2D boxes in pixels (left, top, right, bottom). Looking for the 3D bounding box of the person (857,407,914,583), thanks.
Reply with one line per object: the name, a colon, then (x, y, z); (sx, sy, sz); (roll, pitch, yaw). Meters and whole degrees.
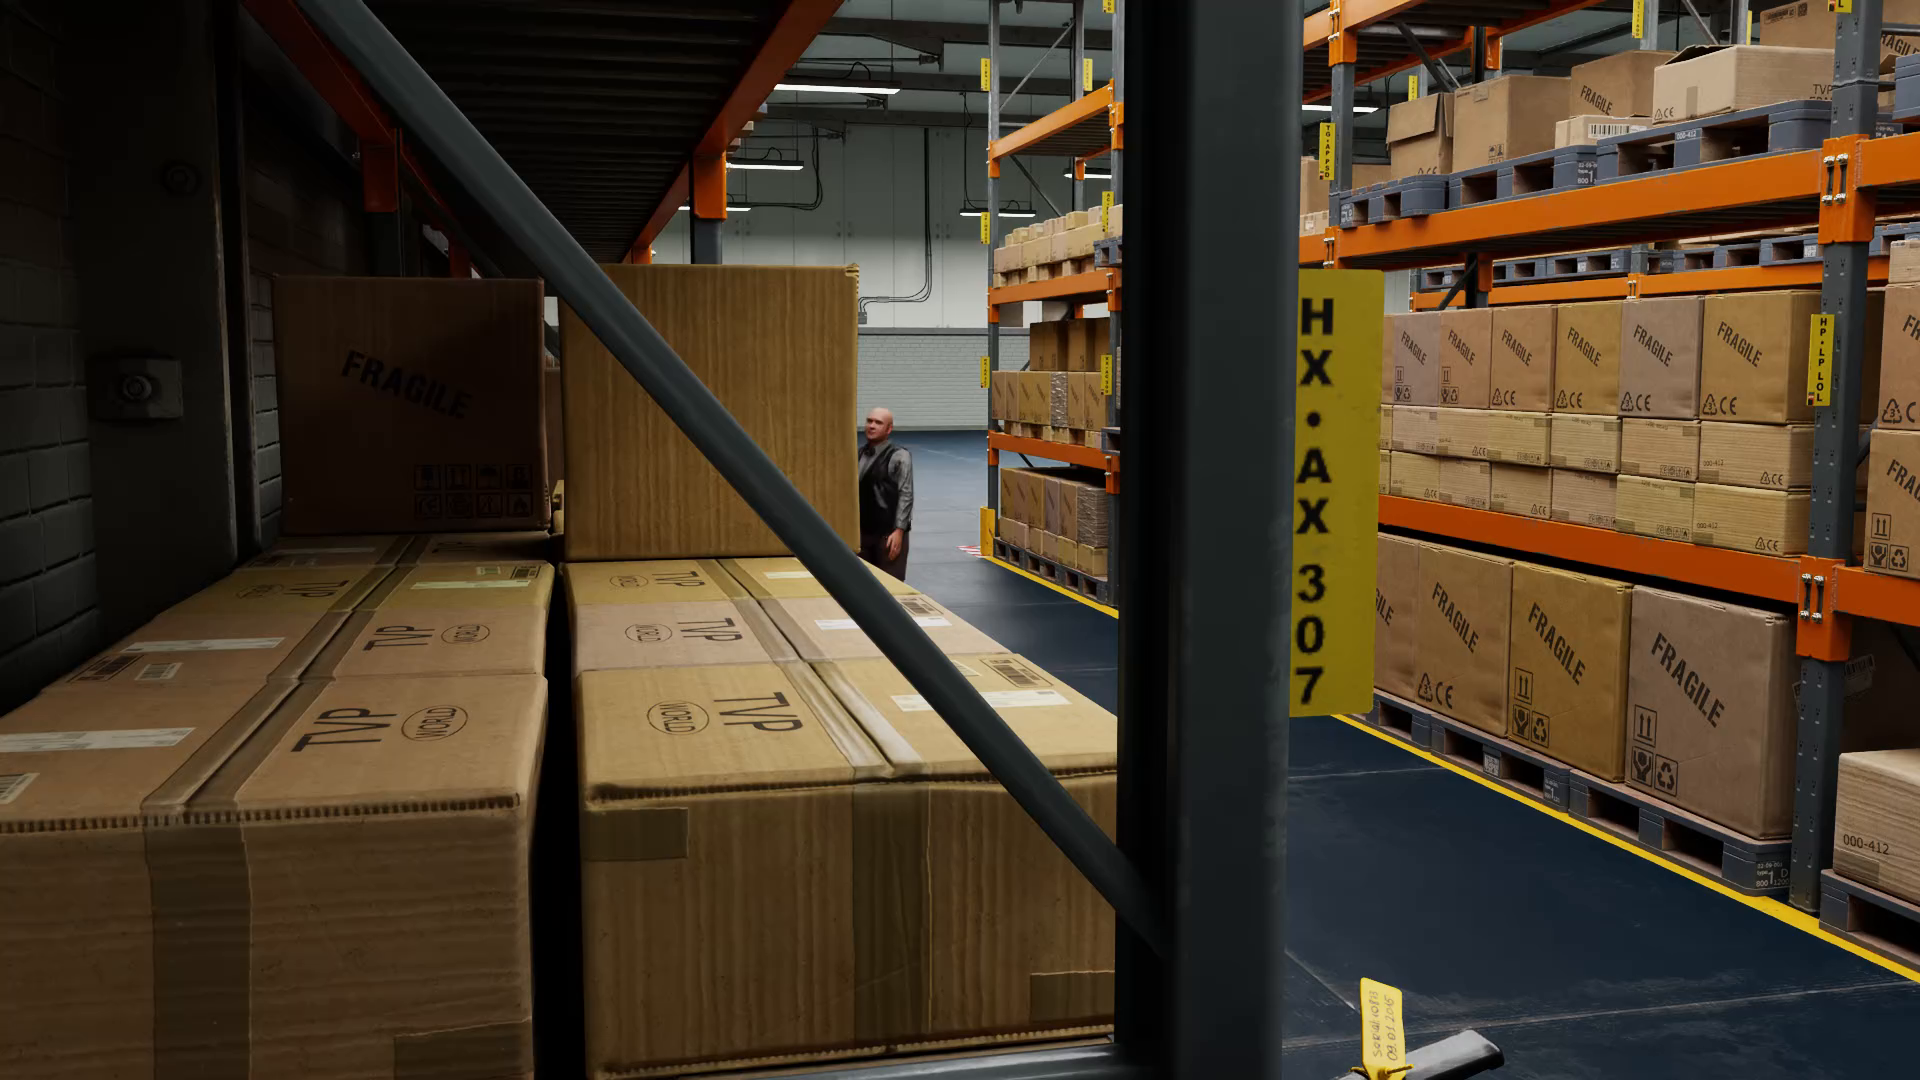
person: (-0.565, 0.002, 10.836); (0.592, 1.733, 0.401); (4, 7, 35)
